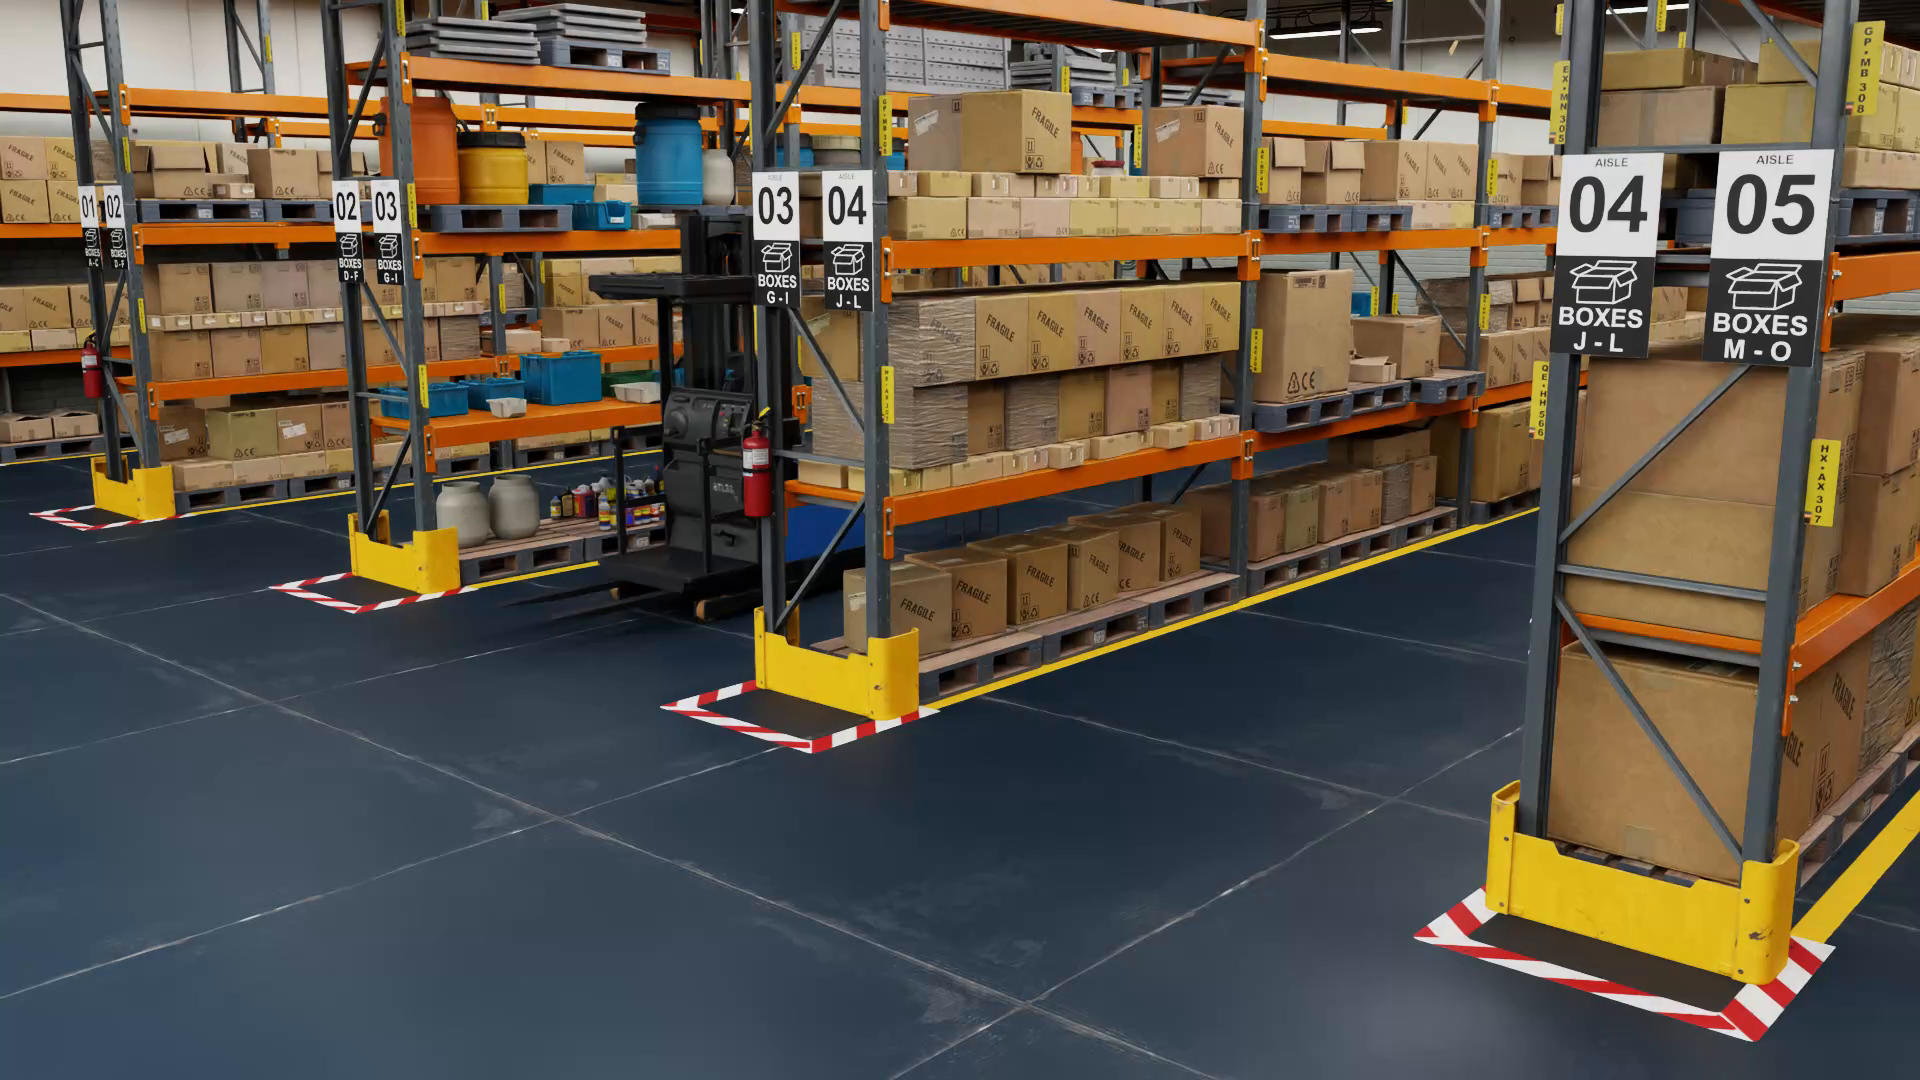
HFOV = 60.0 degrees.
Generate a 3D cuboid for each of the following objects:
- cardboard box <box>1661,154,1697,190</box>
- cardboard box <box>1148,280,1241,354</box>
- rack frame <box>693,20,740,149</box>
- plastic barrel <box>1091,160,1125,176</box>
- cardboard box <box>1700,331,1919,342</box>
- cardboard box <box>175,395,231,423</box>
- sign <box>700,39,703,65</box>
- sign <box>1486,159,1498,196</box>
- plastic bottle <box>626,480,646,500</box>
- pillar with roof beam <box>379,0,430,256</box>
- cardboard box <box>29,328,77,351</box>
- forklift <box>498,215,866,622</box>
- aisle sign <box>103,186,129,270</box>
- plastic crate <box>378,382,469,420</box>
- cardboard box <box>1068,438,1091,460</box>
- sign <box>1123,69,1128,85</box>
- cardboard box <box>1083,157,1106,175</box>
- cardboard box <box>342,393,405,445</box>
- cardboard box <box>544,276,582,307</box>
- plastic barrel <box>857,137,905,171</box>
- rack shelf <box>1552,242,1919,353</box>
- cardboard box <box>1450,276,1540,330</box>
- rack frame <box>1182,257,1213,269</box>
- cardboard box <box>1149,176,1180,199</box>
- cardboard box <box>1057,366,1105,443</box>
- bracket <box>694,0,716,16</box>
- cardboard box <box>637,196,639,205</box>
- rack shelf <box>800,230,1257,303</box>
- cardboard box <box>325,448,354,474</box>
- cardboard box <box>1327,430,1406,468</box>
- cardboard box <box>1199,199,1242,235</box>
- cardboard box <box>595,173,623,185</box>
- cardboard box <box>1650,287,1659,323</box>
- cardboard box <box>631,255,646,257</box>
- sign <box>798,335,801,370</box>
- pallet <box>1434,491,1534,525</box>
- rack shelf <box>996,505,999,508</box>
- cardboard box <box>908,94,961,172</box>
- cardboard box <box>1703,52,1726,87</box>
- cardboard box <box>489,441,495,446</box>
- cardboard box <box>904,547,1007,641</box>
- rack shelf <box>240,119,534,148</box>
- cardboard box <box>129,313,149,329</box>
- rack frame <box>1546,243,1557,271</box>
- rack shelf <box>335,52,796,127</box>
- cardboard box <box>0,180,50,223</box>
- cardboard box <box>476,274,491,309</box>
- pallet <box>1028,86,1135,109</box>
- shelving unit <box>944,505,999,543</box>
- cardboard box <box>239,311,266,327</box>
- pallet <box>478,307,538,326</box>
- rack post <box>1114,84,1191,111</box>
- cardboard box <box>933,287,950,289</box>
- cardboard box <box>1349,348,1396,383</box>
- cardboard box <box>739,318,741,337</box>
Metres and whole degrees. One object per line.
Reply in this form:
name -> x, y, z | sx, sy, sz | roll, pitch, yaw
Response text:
cardboard box -> 2.798, -1.521, 6.861 | 0.380, 0.149, 0.250 | 10, 15, 40
cardboard box -> 1.724, -1.653, 12.302 | 0.500, 0.500, 0.500 | 10, 15, 40
rack frame -> -4.067, -7.110, 27.873 | 1.000, 3.000, 0.127 | 10, 15, 40
plastic barrel -> 1.792, -4.323, 20.157 | 0.433, 0.535, 0.433 | 0, 11, 0
cardboard box -> 4.125, -0.730, 8.109 | 0.875, 0.550, 0.500 | 10, 15, 40
cardboard box -> -10.003, -1.823, 21.979 | 0.500, 0.500, 0.500 | 8, 14, 36
sign -> -3.398, -6.447, 21.968 | 0.100, 0.325, 0.005 | 10, 15, 40
sign -> 4.861, -3.313, 15.198 | 0.100, 0.325, 0.005 | 10, 15, 40
plastic bottle -> -3.028, -0.420, 15.523 | 0.152, 0.276, 0.135 | 10, 15, 40
pillar with roof beam -> -4.981, -5.886, 21.742 | 9.100, 9.000, 0.400 | 10, 15, 40
cardboard box -> -11.095, -2.448, 20.180 | 0.500, 0.250, 0.500 | 9, 15, 39
forklift -> -2.058, -0.946, 12.503 | 1.130, 2.935, 3.031 | 9, 15, 39
aisle sign -> -8.078, -2.988, 15.916 | 0.394, 0.787, 0.004 | 10, 15, 40
plastic crate -> -4.441, -1.161, 13.785 | 0.499, 0.251, 0.616 | 10, 15, 40
cardboard box -> 0.670, -0.631, 11.395 | 0.380, 0.149, 0.250 | 10, 15, 40
sign -> 2.701, -7.520, 27.135 | 0.100, 0.325, 0.005 | 10, 15, 40
cardboard box -> 1.970, -6.049, 27.413 | 0.700, 0.500, 0.500 | 10, 15, 40
cardboard box -> -6.432, -1.334, 18.304 | 0.500, 0.500, 0.500 | 10, 15, 40
cardboard box -> -6.194, -3.823, 25.666 | 0.500, 0.500, 0.500 | 10, 15, 42
plastic barrel -> -0.870, -3.722, 17.291 | 0.600, 0.901, 0.708 | 10, 15, 40
rack shelf -> 4.154, -1.238, 7.967 | 1.077, 0.370, 4.000 | 10, 15, 40
cardboard box -> 5.382, -2.400, 16.794 | 0.797, 0.503, 0.637 | 10, 15, 42
rack frame -> 3.375, -2.887, 22.048 | 1.000, 3.000, 0.127 | 10, 15, 40
cardboard box -> 1.309, -2.458, 11.606 | 0.380, 0.149, 0.250 | 9, 15, 39
cardboard box -> 0.499, -0.983, 11.498 | 0.875, 0.500, 0.500 | 10, 15, 40
bracket -> -4.262, -8.983, 28.061 | 0.235, 0.232, 0.430 | 10, 15, 40
cardboard box -> -3.959, -4.307, 20.808 | 0.500, 0.250, 0.500 | 9, 15, 39
rack shelf -> 0.495, -1.894, 11.252 | 1.077, 0.370, 4.000 | 10, 15, 40
cardboard box -> -6.752, -0.891, 18.001 | 0.500, 0.250, 0.500 | 10, 15, 40
cardboard box -> 3.693, -0.834, 15.113 | 0.500, 0.250, 0.500 | -10, 15, -41
cardboard box -> 1.710, -2.367, 12.165 | 0.500, 0.250, 0.500 | 11, 15, 42
cardboard box -> -5.745, -5.559, 26.386 | 0.700, 0.500, 0.500 | 11, 16, 43
cardboard box -> 7.604, -2.724, 18.941 | 0.500, 0.500, 0.500 | 10, 15, 40
cardboard box -> -5.234, -4.554, 27.414 | 0.500, 0.250, 0.500 | 9, 14, 38
sign -> -1.500, -1.773, 15.764 | 0.100, 0.325, 0.005 | 10, 15, 40
pallet -> 5.032, -0.397, 16.700 | 1.003, 0.211, 1.213 | 10, 15, 40
rack shelf -> 0.109, -0.352, 15.306 | 0.258, 0.148, 0.480 | 10, 15, 40
cardboard box -> 0.007, -2.653, 10.926 | 0.500, 0.500, 0.500 | 10, 15, 40
cardboard box -> 2.967, -1.949, 6.970 | 0.380, 0.149, 0.250 | 10, 15, 41
cardboard box -> -5.568, -1.307, 20.085 | 0.500, 0.250, 0.500 | 10, 15, 40
cardboard box -> -0.032, 0.356, 11.118 | 0.500, 0.500, 0.500 | -7, 13, -33
rack shelf -> -8.027, -5.678, 23.563 | 1.077, 0.370, 4.000 | 10, 15, 40
cardboard box -> -8.155, -2.211, 16.749 | 0.380, 0.149, 0.250 | 9, 15, 39
rack frame -> 7.096, -2.247, 18.842 | 1.000, 3.000, 0.127 | 10, 15, 40
rack shelf -> -3.226, -3.809, 14.204 | 1.077, 0.370, 4.000 | 10, 15, 40
cardboard box -> -11.198, -4.024, 19.773 | 0.500, 0.500, 0.500 | -11, 16, -44
cardboard box -> -7.358, -3.688, 24.680 | 0.700, 0.500, 0.500 | 8, 14, 35
pallet -> 1.234, -5.054, 19.083 | 1.213, 0.211, 1.003 | 10, 15, 40
shelving unit -> 0.109, -0.613, 15.254 | 0.258, 1.200, 0.503 | 10, 15, 40
cardboard box -> -7.338, -2.272, 17.057 | 0.380, 0.149, 0.250 | 9, 15, 39
pallet -> -7.098, -3.367, 24.939 | 1.213, 0.211, 1.003 | 10, 15, 40
rack post -> 2.135, -5.270, 19.936 | 0.954, 0.300, 0.937 | -10, 15, -41
cardboard box -> -0.206, -3.684, 25.782 | 0.500, 0.500, 0.500 | 10, 15, 41
cardboard box -> 3.557, -1.518, 14.464 | 0.396, 0.266, 0.258 | 9, 15, 39
cardboard box -> -3.257, -2.848, 22.080 | 0.500, 0.311, 0.500 | 11, 16, 44
